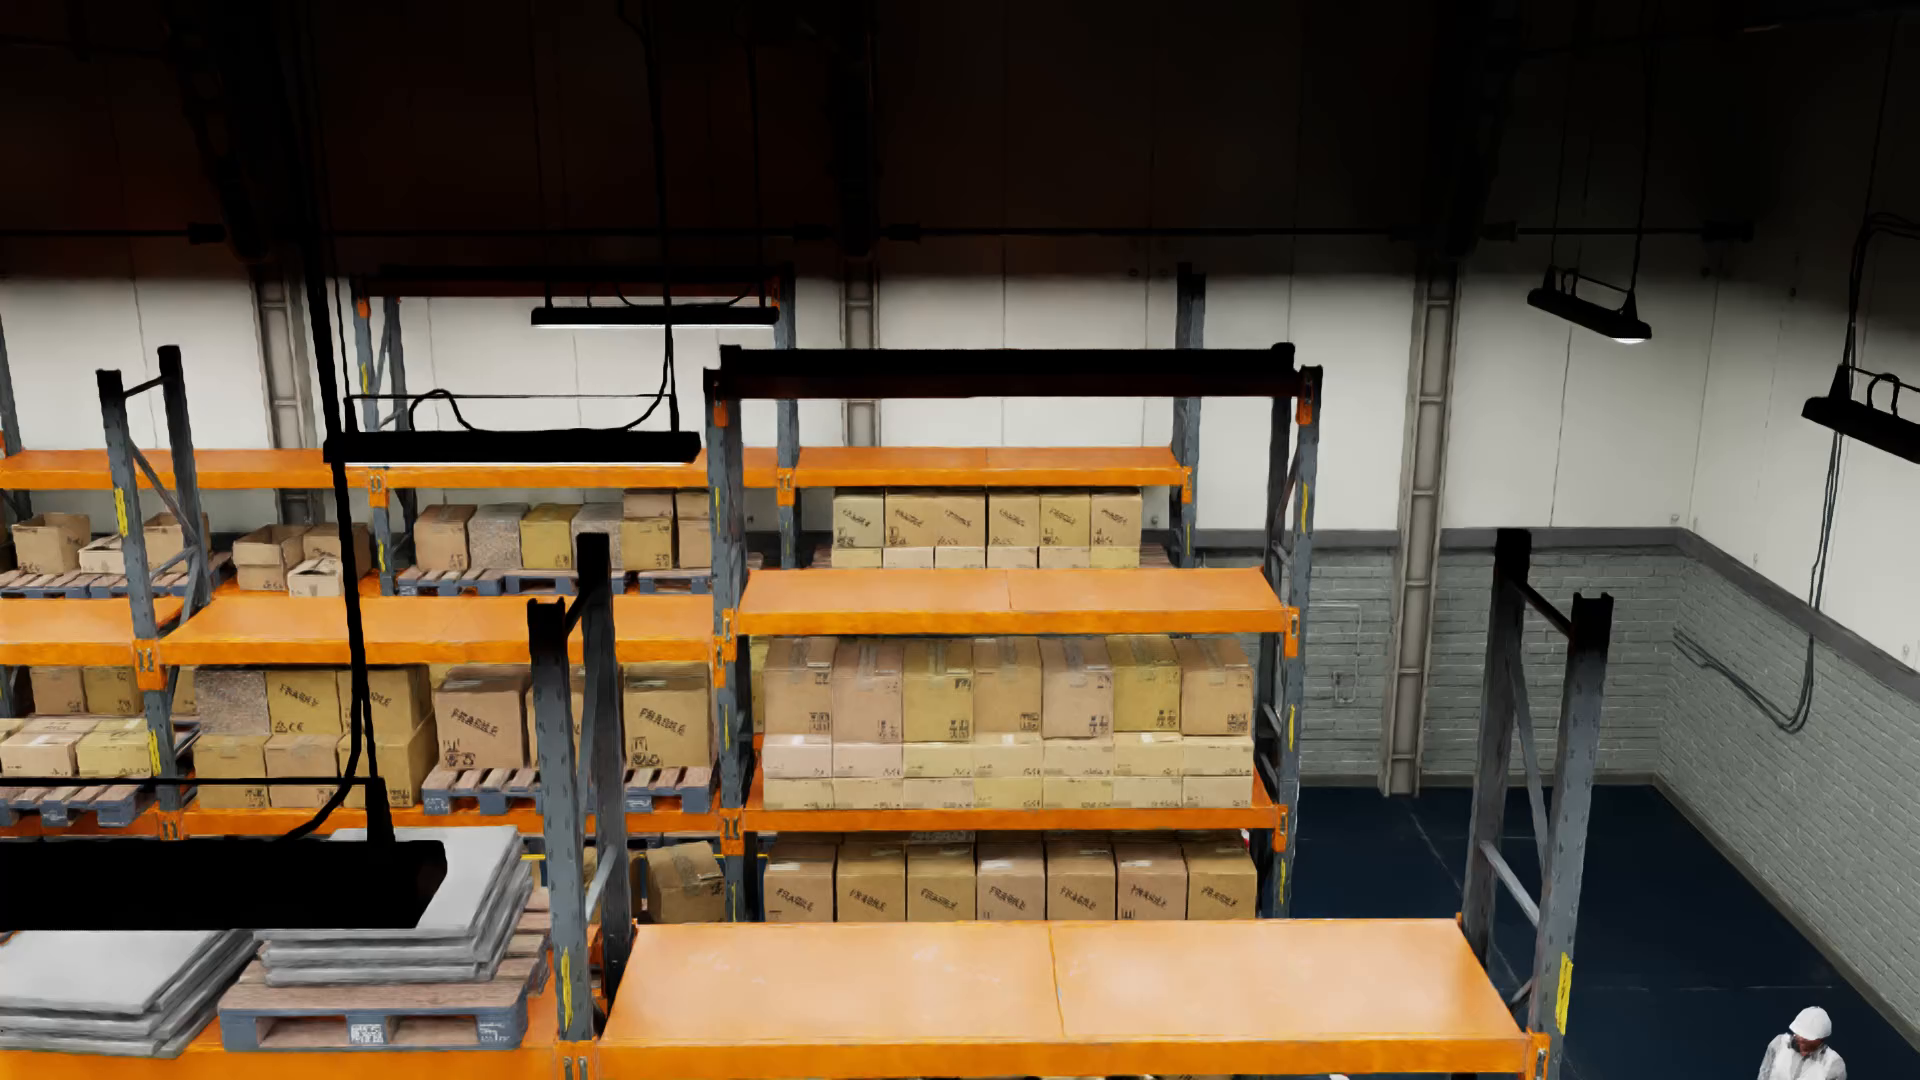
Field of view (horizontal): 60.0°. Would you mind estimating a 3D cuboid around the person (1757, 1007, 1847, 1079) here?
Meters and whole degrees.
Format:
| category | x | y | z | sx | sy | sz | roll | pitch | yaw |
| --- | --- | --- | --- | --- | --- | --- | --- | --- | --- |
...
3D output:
| category | x | y | z | sx | sy | sz | roll | pitch | yaw |
| --- | --- | --- | --- | --- | --- | --- | --- | --- | --- |
| person | 5.807 | 3.993 | 11.676 | 0.519 | 1.763 | 0.711 | -14 | 21 | -39 |
